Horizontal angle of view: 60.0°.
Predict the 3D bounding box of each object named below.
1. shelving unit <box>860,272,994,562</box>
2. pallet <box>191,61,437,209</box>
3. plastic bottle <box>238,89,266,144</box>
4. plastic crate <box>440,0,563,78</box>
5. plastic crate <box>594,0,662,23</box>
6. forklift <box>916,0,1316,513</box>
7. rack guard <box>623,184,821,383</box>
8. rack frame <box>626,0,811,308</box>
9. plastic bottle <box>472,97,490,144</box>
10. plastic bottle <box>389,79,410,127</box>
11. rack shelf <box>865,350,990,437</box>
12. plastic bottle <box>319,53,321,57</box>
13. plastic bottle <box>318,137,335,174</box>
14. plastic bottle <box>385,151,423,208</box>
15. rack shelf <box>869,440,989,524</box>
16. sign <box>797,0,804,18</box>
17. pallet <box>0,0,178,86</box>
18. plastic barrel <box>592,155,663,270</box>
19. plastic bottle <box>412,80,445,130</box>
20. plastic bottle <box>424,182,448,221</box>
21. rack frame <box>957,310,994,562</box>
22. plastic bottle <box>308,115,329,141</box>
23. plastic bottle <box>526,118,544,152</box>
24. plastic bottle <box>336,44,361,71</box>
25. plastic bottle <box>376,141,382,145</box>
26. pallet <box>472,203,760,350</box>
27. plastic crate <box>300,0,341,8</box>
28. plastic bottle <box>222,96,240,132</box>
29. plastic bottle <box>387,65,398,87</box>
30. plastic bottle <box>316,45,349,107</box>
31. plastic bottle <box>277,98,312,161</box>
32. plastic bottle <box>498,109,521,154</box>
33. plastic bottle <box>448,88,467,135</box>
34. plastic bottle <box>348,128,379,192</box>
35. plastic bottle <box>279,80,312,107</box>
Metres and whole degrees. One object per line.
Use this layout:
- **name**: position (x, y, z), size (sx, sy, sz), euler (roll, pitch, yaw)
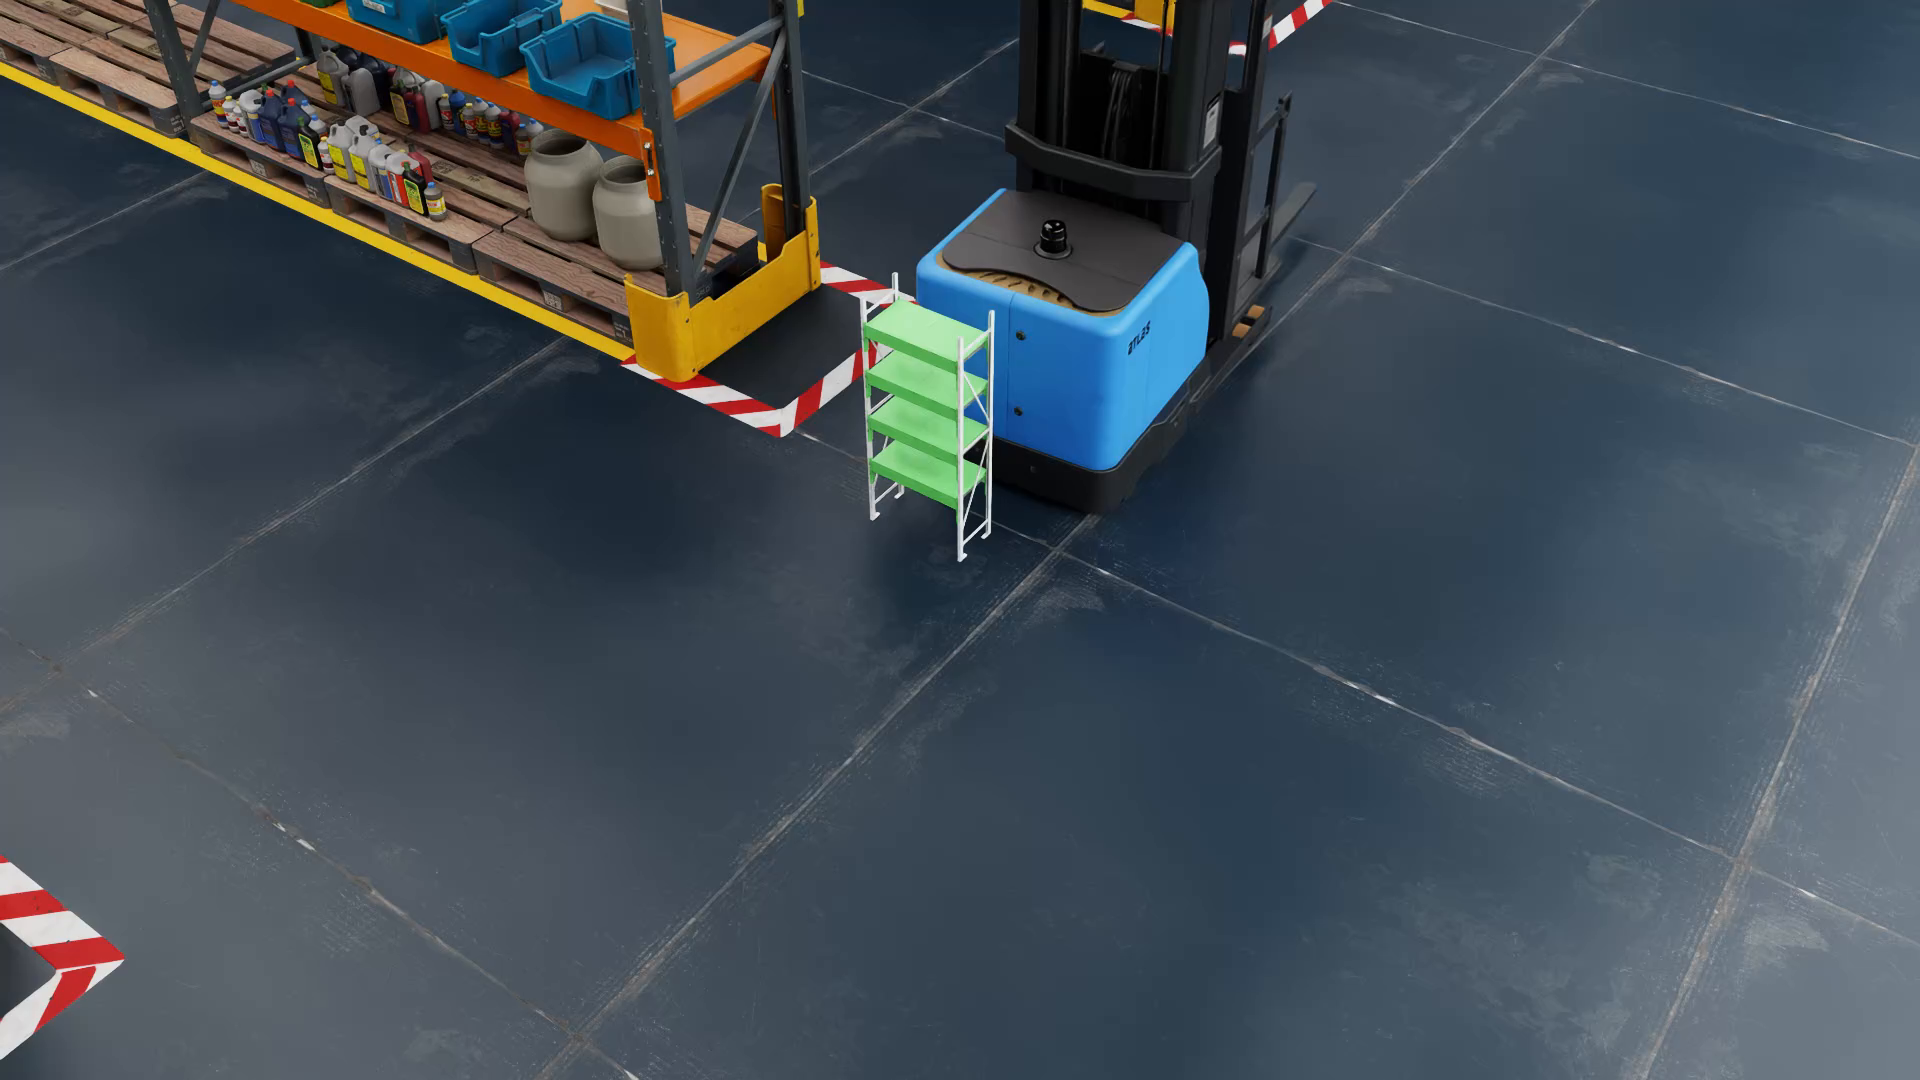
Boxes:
- **shelving unit**: position (-0.136, -0.511, 7.169), size (0.503, 1.200, 0.258), euler (25, 48, 25)
- **pallet**: position (-3.866, -2.488, 10.120), size (1.213, 0.211, 1.003), euler (25, 48, 25)
- **plastic bottle**: position (-4.103, -2.486, 9.739), size (0.135, 0.276, 0.152), euler (27, 48, 27)
- **plastic crate**: position (-2.227, -2.500, 8.154), size (0.408, 0.251, 0.499), euler (25, 48, 25)
- **plastic crate**: position (-1.665, -2.695, 8.459), size (0.250, 0.136, 0.298), euler (25, 48, 25)
- **forklift**: position (0.968, -2.180, 7.737), size (1.130, 2.935, 3.031), euler (21, 46, 22)
- **rack guard**: position (-1.207, -1.347, 8.629), size (0.348, 0.500, 1.175), euler (25, 48, 25)
- **rack frame**: position (-1.117, -2.275, 7.792), size (0.127, 3.000, 1.000), euler (25, 48, 25)
- **plastic bottle**: position (-2.785, -2.456, 9.710), size (0.097, 0.271, 0.097), euler (0, 42, 0)
- **plastic bottle**: position (-3.316, -2.606, 9.869), size (0.133, 0.283, 0.061), euler (25, 48, 25)
- **rack shelf**: position (-0.136, -0.642, 7.052), size (0.480, 0.148, 0.258), euler (25, 48, 25)
- **plastic bottle**: position (-3.916, -2.959, 10.324), size (0.097, 0.201, 0.097), euler (0, 42, 0)
- **plastic bottle**: position (-3.597, -2.199, 9.475), size (0.097, 0.201, 0.097), euler (0, 42, 0)
- **plastic bottle**: position (-3.063, -1.999, 9.196), size (0.135, 0.276, 0.152), euler (25, 48, 26)
- **rack shelf**: position (-0.136, -0.284, 7.372), size (0.480, 0.148, 0.258), euler (25, 48, 25)
- **sign**: position (-0.798, -2.677, 8.033), size (0.005, 0.325, 0.100), euler (25, 48, 25)
- **pallet**: position (-6.060, -3.514, 11.267), size (1.213, 0.211, 1.003), euler (25, 48, 25)
- **plastic barrel**: position (-1.700, -1.715, 8.716), size (0.421, 0.512, 0.421), euler (0, 42, 0)
- **plastic bottle**: position (-3.147, -2.605, 9.873), size (0.135, 0.276, 0.152), euler (26, 48, 26)
- **plastic bottle**: position (-2.873, -1.860, 9.096), size (0.097, 0.201, 0.097), euler (0, 42, 0)
- **rack frame**: position (0.064, -0.417, 7.065), size (0.015, 1.200, 0.240), euler (25, 48, 25)
- **plastic bottle**: position (-3.673, -2.310, 9.547), size (0.097, 0.271, 0.097), euler (0, 42, 0)
- **plastic bottle**: position (-2.423, -2.287, 9.521), size (0.097, 0.271, 0.097), euler (0, 42, 0)
- **plastic bottle**: position (-3.699, -2.894, 10.140), size (0.185, 0.351, 0.144), euler (24, 47, 24)
- **plastic bottle**: position (-3.281, -2.169, 9.441), size (0.097, 0.201, 0.097), euler (0, 42, 0)
- **pallet**: position (-1.869, -1.553, 9.076), size (1.213, 0.211, 1.003), euler (25, 48, 25)
- **plastic crate**: position (-3.443, -3.054, 8.821), size (0.662, 0.188, 0.450), euler (25, 48, 25)
- **plastic bottle**: position (-4.300, -2.528, 9.842), size (0.097, 0.201, 0.097), euler (0, 42, 0)
- **plastic bottle**: position (-3.385, -2.756, 10.036), size (0.133, 0.283, 0.061), euler (28, 49, 28)
- **plastic bottle**: position (-3.782, -2.816, 10.052), size (0.185, 0.351, 0.144), euler (25, 48, 25)
- **plastic bottle**: position (-3.815, -2.376, 9.560), size (0.185, 0.351, 0.144), euler (23, 47, 24)
- **plastic bottle**: position (-2.598, -2.388, 9.625), size (0.133, 0.283, 0.061), euler (26, 48, 26)
- **plastic bottle**: position (-2.951, -2.534, 9.797), size (0.097, 0.271, 0.097), euler (0, 42, 0)
- **plastic bottle**: position (-3.315, -2.142, 9.299), size (0.185, 0.351, 0.144), euler (27, 48, 27)
- **plastic bottle**: position (-3.887, -2.527, 9.729), size (0.185, 0.351, 0.144), euler (25, 48, 25)
